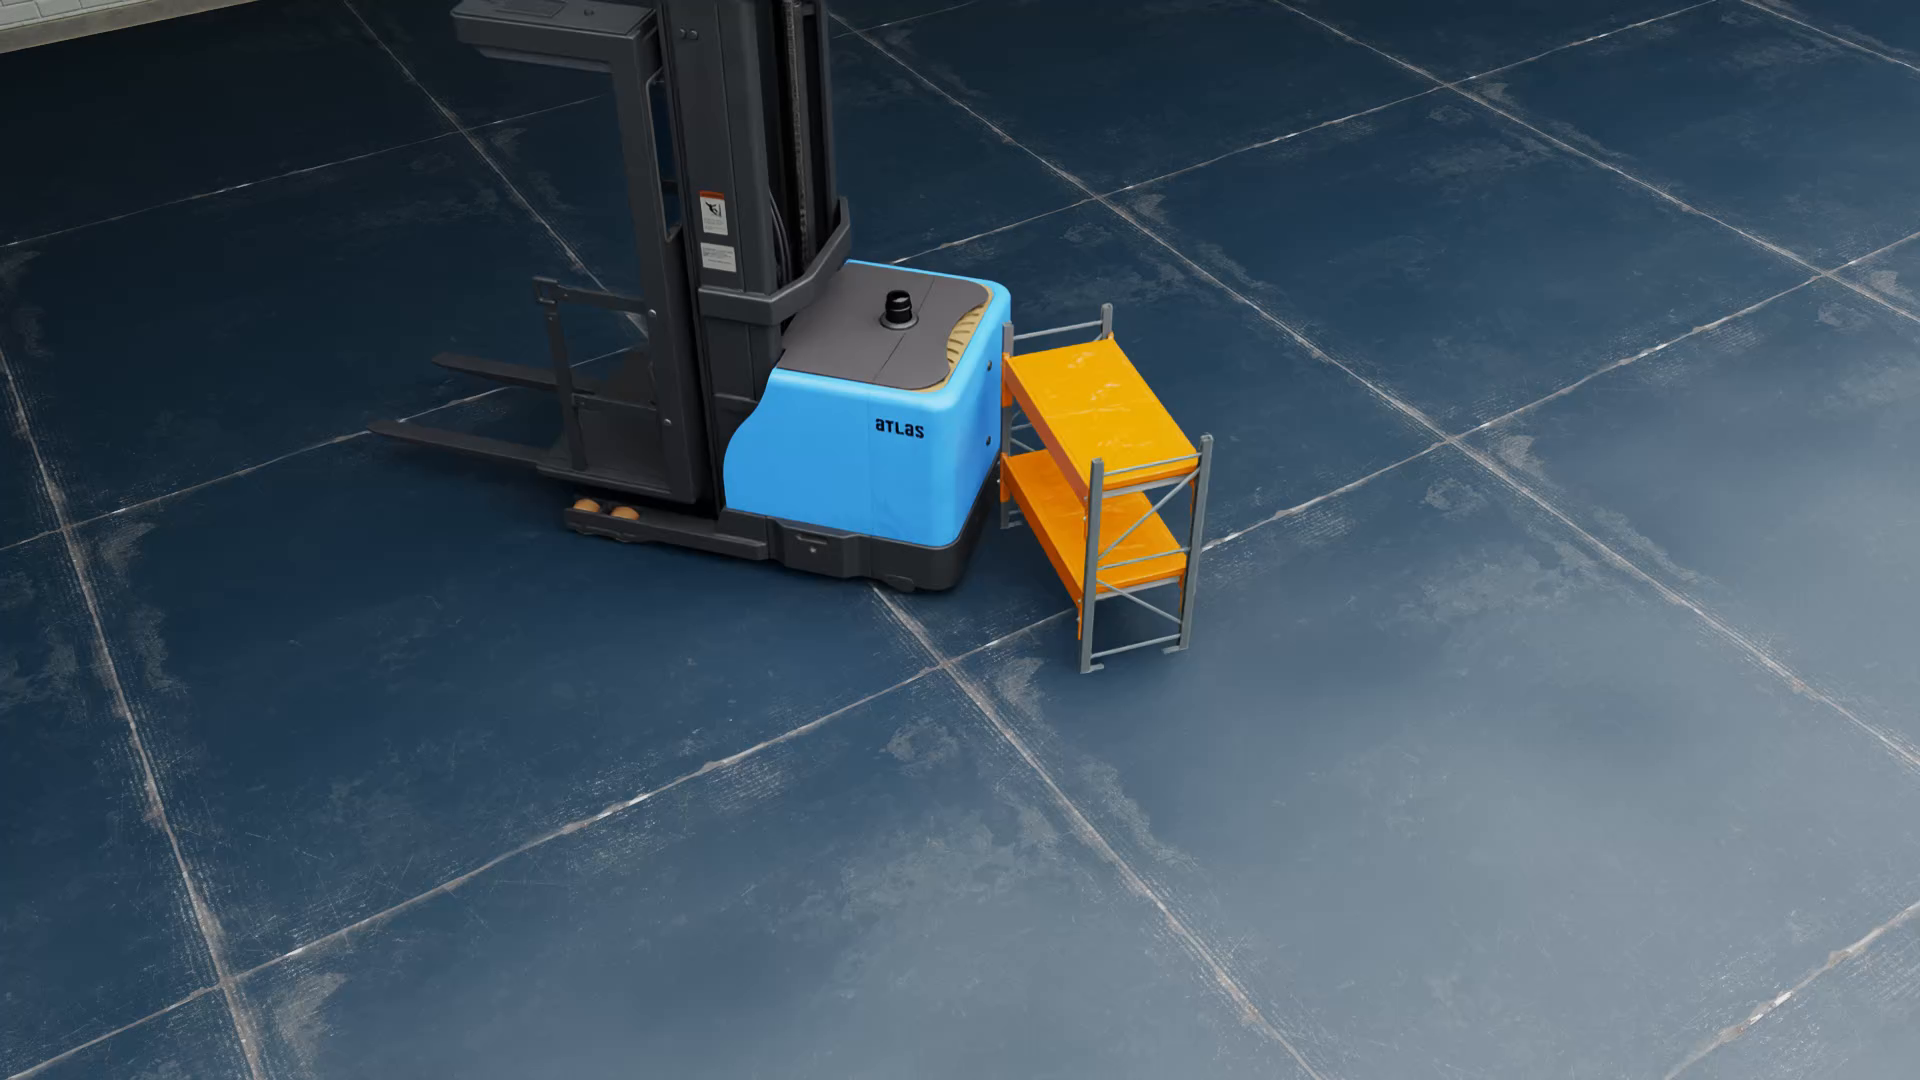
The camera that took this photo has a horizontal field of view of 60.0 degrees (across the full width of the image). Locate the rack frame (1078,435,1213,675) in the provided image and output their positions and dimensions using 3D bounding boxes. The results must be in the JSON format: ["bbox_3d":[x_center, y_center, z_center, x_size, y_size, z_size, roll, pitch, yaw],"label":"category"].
[{"bbox_3d":[0.744,0.080,6.775,0.500,1.125,0.032,-12,41,-14],"label":"rack frame"}]

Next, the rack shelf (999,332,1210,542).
[{"bbox_3d":[0.583,-0.453,6.958,0.538,0.278,1.000,-12,41,-14],"label":"rack shelf"}]

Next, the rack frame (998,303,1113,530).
[{"bbox_3d":[0.422,-0.537,7.516,0.500,1.125,0.032,-12,41,-14],"label":"rack frame"}]

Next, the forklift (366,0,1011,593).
[{"bbox_3d":[-1.334,-1.428,7.174,3.031,2.935,1.130,11,41,13],"label":"forklift"}]

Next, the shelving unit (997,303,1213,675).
[{"bbox_3d":[0.583,-0.229,7.146,0.538,1.125,1.048,-12,41,-14],"label":"shelving unit"}]

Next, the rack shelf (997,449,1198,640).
[{"bbox_3d":[0.583,-0.041,7.302,0.538,0.278,1.000,-12,41,-14],"label":"rack shelf"}]
